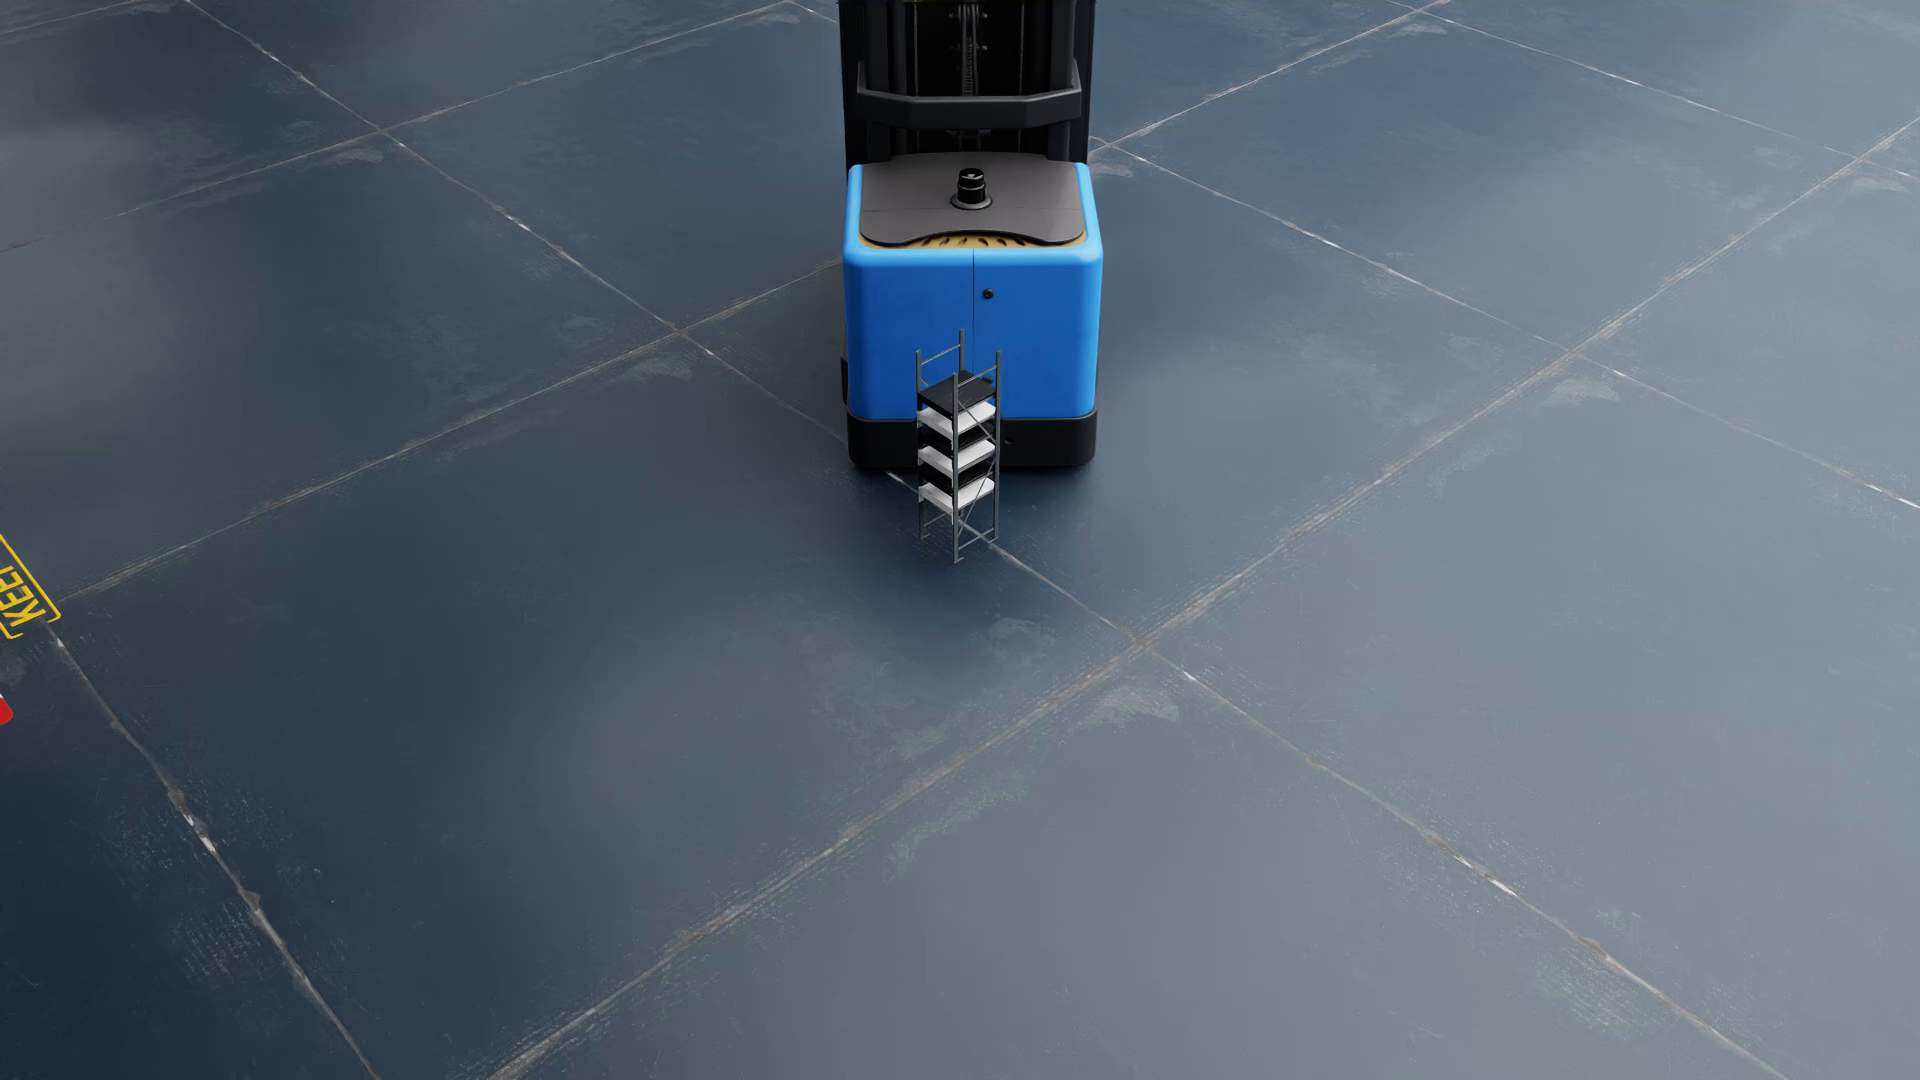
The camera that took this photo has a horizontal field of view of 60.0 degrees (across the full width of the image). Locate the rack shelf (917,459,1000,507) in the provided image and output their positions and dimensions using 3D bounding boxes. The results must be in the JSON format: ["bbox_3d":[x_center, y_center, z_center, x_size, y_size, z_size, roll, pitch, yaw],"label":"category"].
[{"bbox_3d":[-0.005,-0.258,6.549,0.258,0.077,0.200,-30,48,-32],"label":"rack shelf"}]

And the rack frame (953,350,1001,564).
[{"bbox_3d":[0.063,-0.307,6.414,0.240,0.900,0.006,-30,48,-32],"label":"rack frame"}]

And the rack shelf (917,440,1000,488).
[{"bbox_3d":[-0.005,-0.328,6.493,0.258,0.077,0.200,-30,48,-32],"label":"rack shelf"}]

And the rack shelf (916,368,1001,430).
[{"bbox_3d":[-0.005,-0.538,6.323,0.258,0.077,0.200,-30,48,-32],"label":"rack shelf"}]

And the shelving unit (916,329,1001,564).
[{"bbox_3d":[-0.005,-0.354,6.472,0.258,0.900,0.210,-30,48,-32],"label":"shelving unit"}]

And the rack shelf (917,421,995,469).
[{"bbox_3d":[-0.005,-0.398,6.436,0.258,0.077,0.200,-30,48,-32],"label":"rack shelf"}]

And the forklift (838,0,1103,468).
[{"bbox_3d":[0.024,-2.343,7.318,1.130,2.935,3.031,-1,39,-1],"label":"forklift"}]

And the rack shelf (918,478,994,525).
[{"bbox_3d":[-0.005,-0.188,6.606,0.258,0.077,0.200,-30,48,-32],"label":"rack shelf"}]

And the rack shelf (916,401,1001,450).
[{"bbox_3d":[-0.005,-0.468,6.380,0.258,0.077,0.200,-30,48,-32],"label":"rack shelf"}]

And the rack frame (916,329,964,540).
[{"bbox_3d":[-0.074,-0.401,6.530,0.240,0.900,0.006,-30,48,-32],"label":"rack frame"}]
